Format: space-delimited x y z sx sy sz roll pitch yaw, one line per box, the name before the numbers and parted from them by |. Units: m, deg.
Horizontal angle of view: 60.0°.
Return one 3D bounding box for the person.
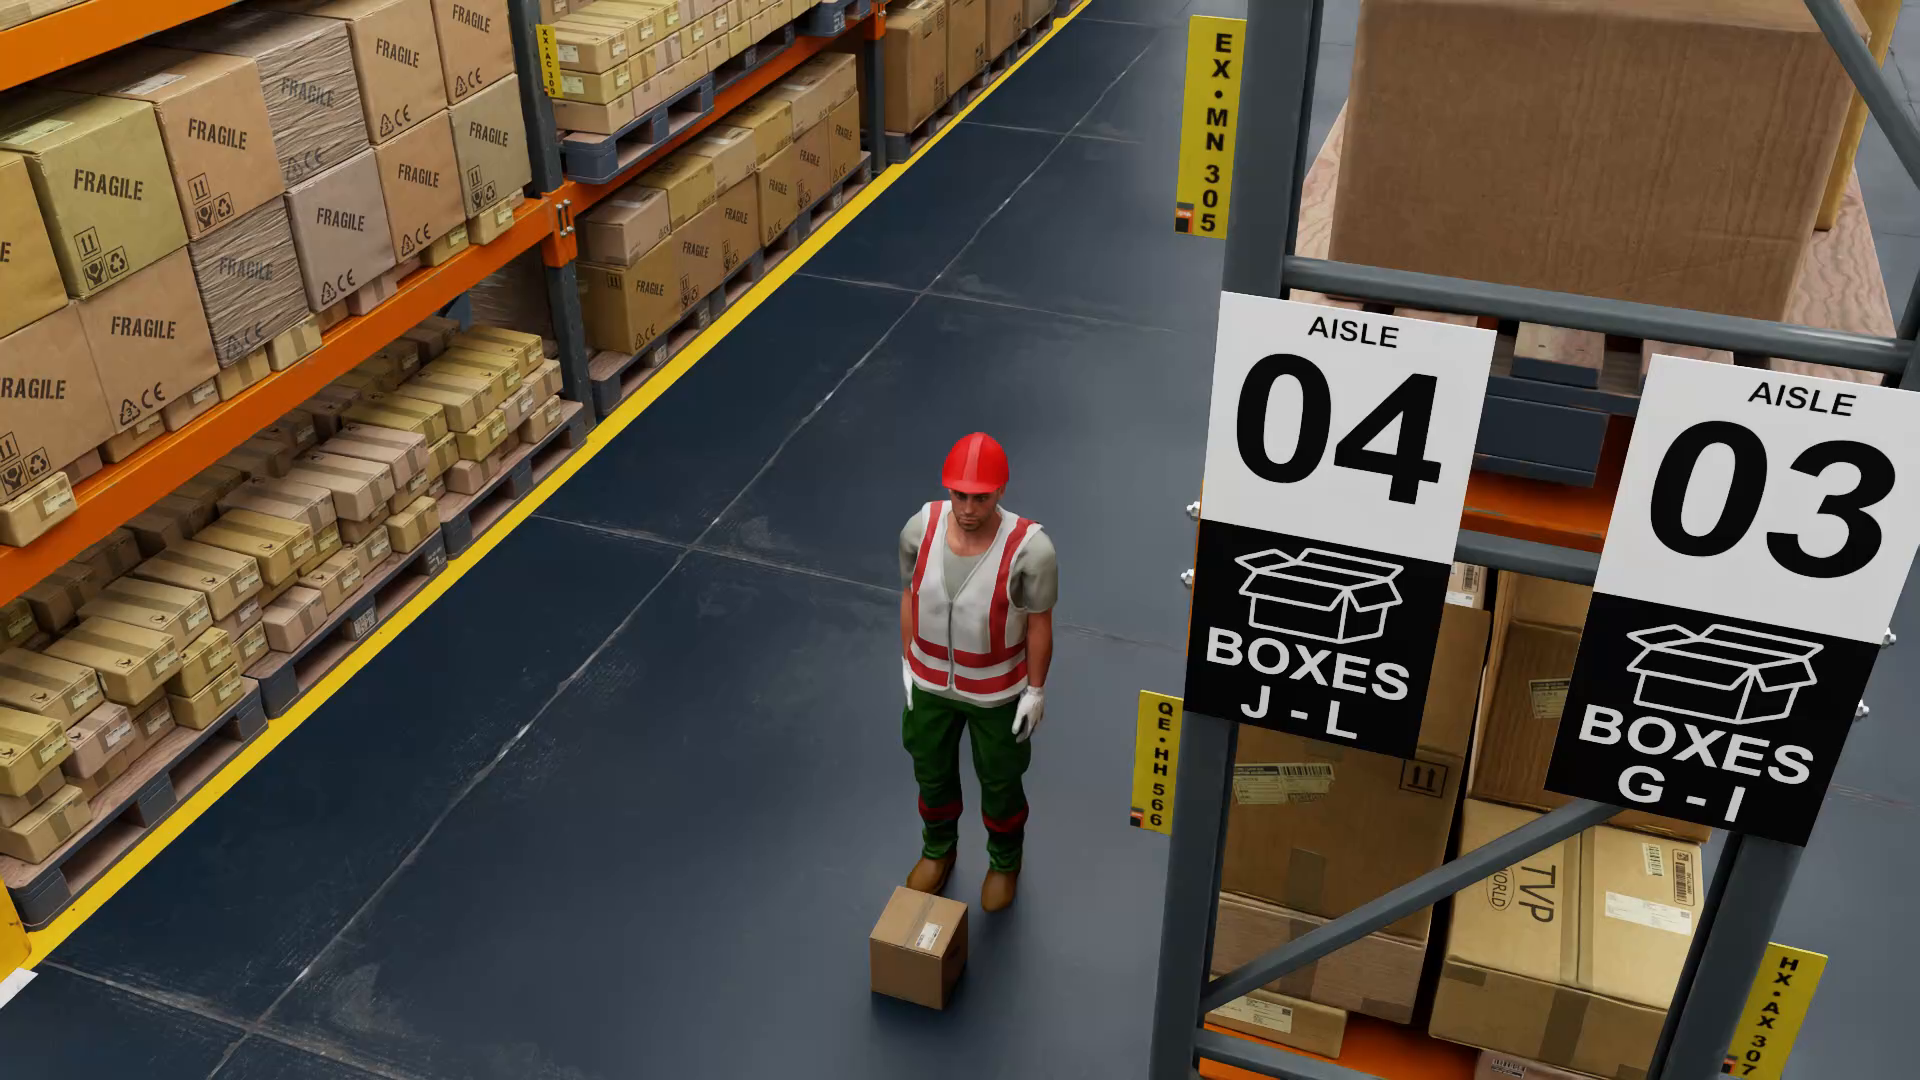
person | 5.015 -1.764 8.856 6.848 1.806 11.595 12 35 18
